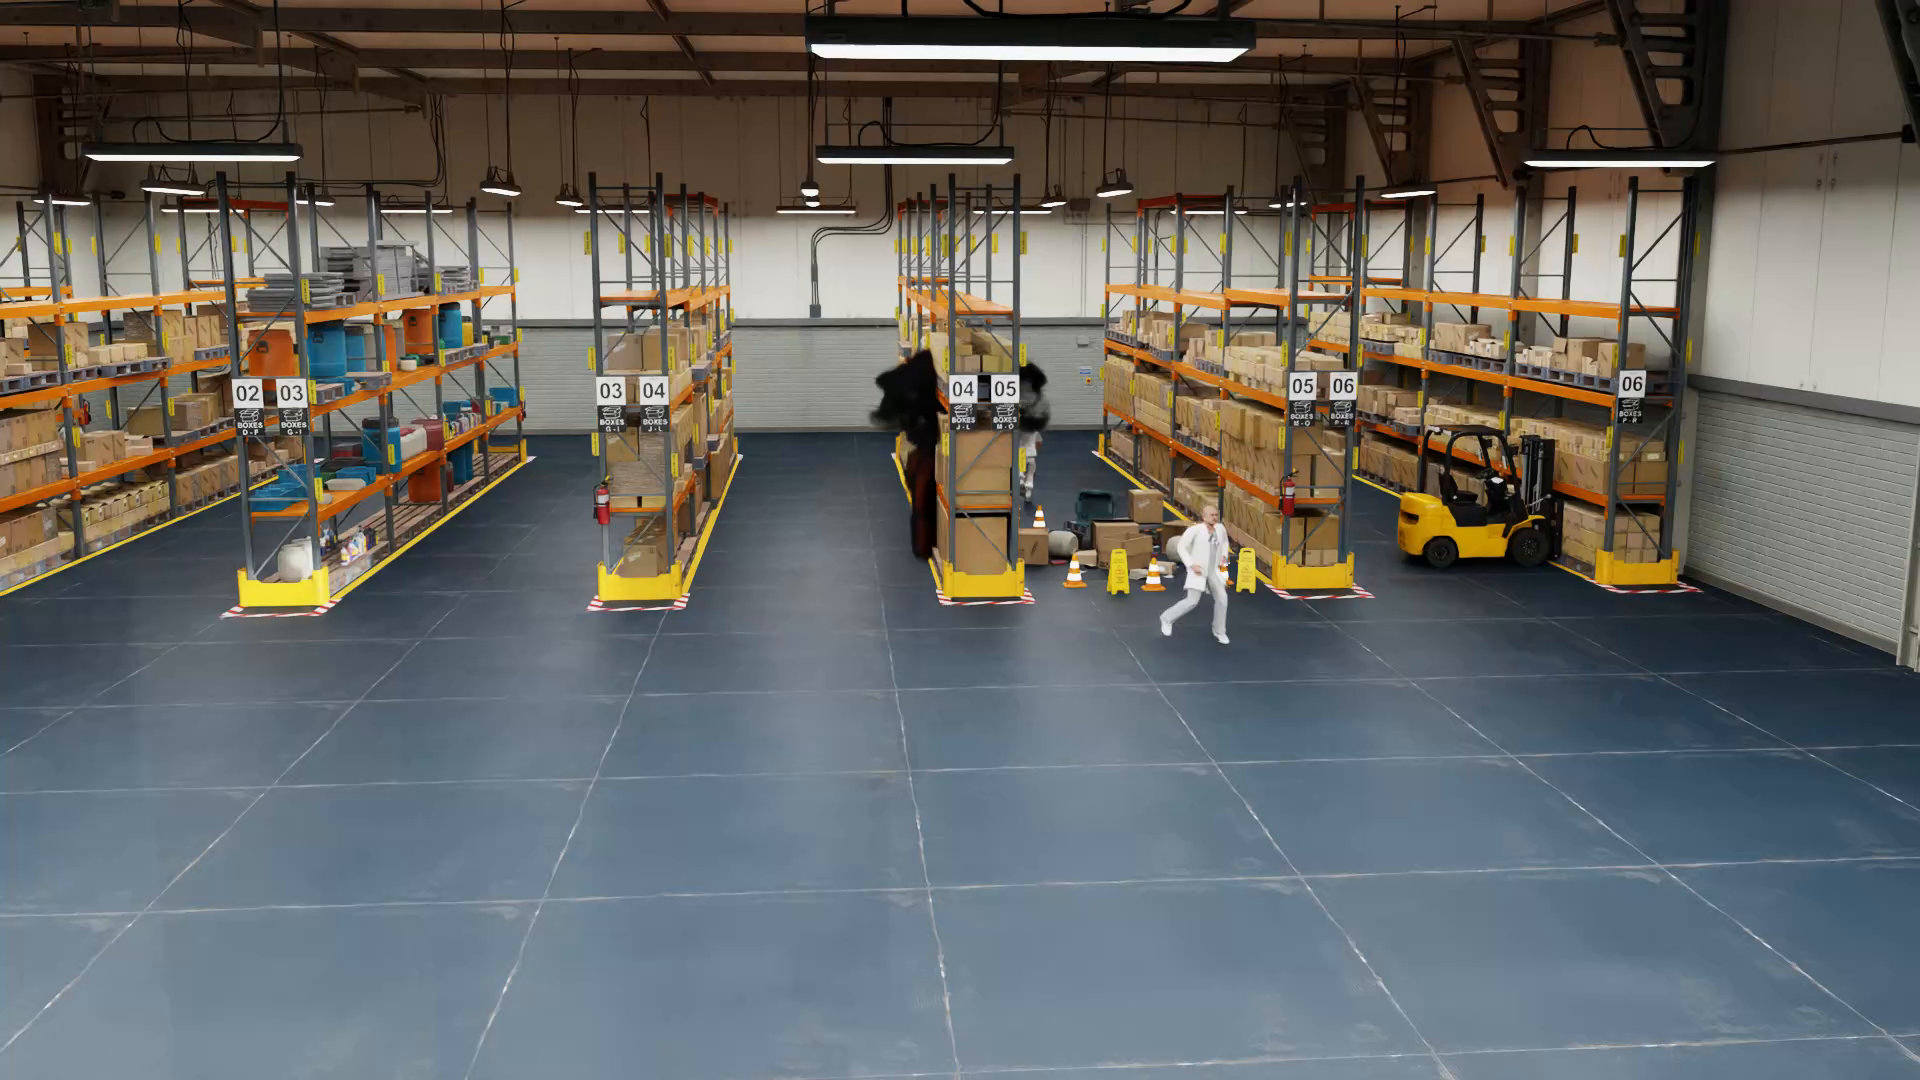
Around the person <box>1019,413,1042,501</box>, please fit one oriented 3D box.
[{"bbox_3d":[1.297,-1.681,33.183,0.661,1.735,0.642,-1,10,-7],"label":"person"}]

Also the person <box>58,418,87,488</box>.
[{"bbox_3d":[-17.978,-1.721,33.753,0.547,1.654,0.877,-2,10,-13],"label":"person"}]

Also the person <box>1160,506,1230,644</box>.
[{"bbox_3d":[3.094,0.441,21.328,0.922,1.782,0.790,-6,12,-30],"label":"person"}]

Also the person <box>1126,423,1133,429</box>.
[{"bbox_3d":[4.404,-3.019,41.279,0.548,1.593,0.607,-2,10,-9],"label":"person"}]
